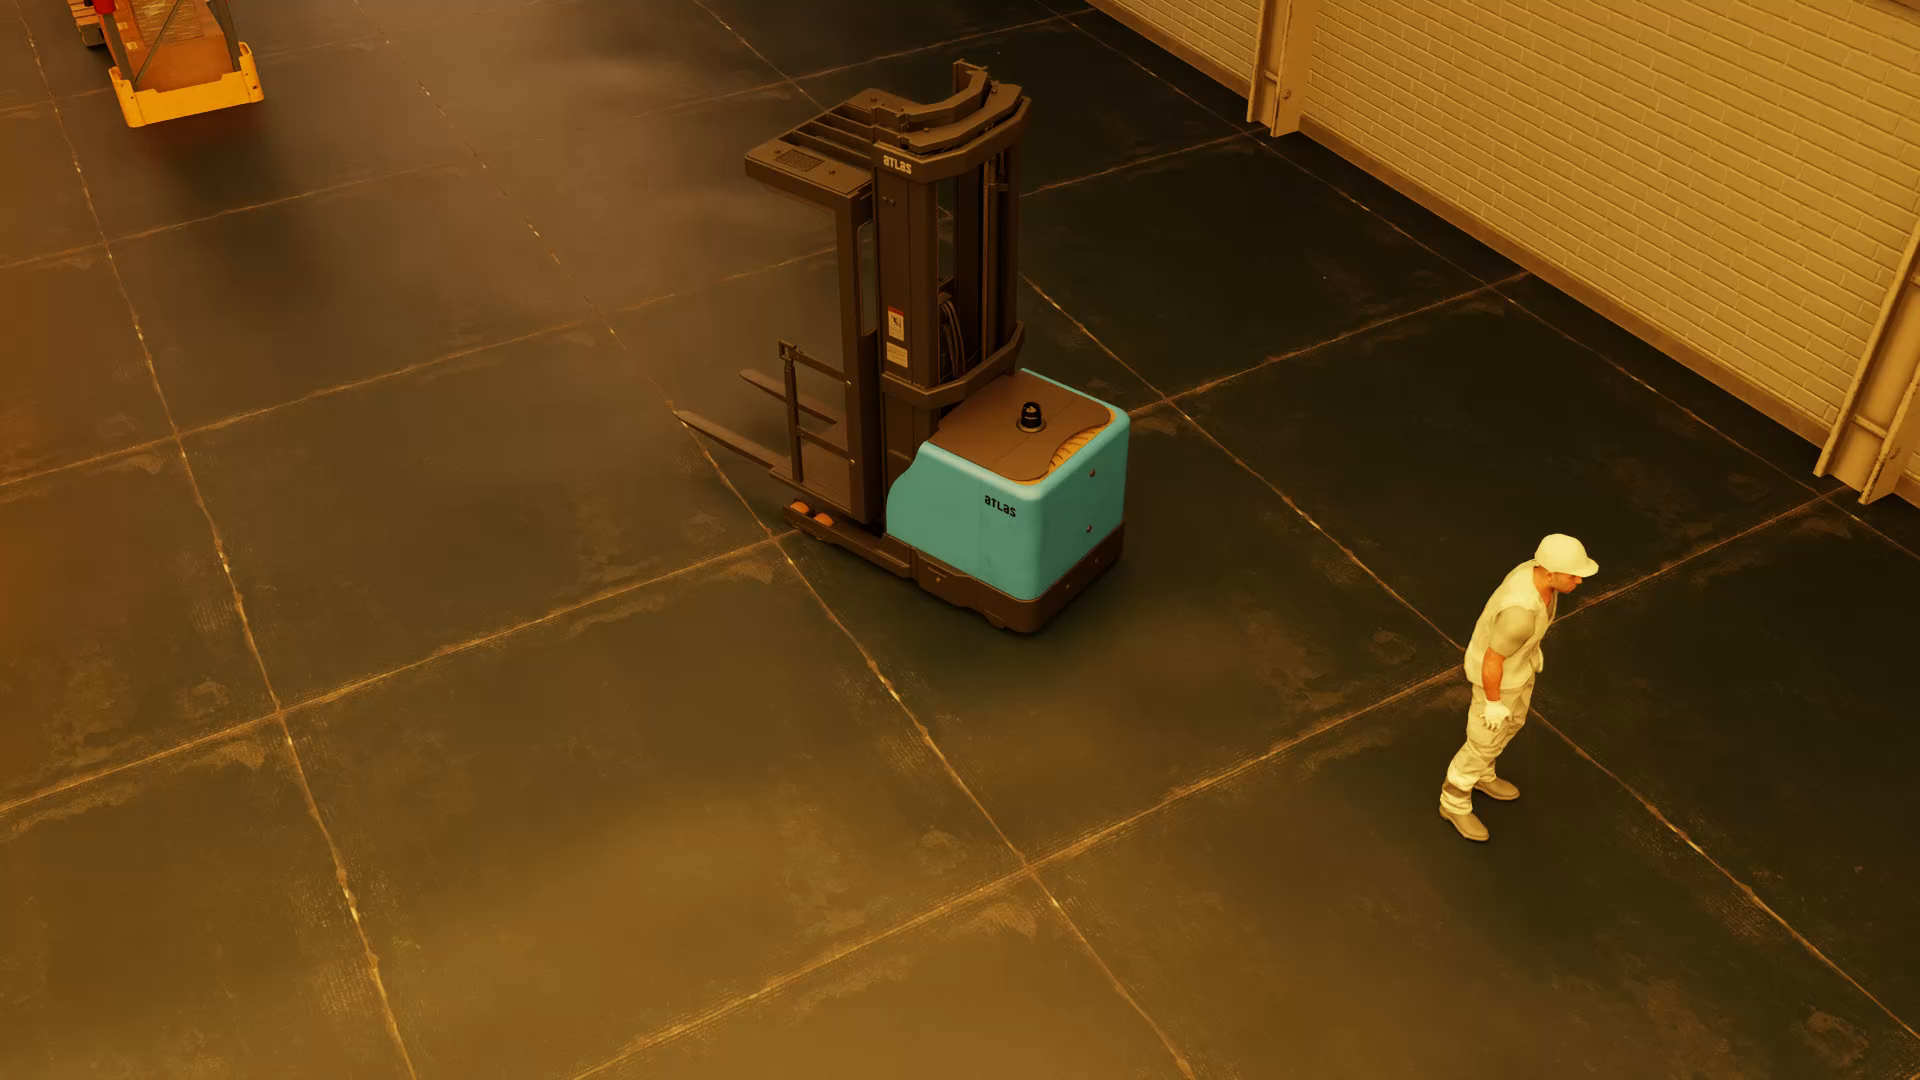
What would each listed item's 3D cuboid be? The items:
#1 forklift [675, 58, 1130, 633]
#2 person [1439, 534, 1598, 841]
[{"bbox_3d":[-0.481,-1.366,9.683,3.031,2.935,1.130,26,46,28],"label":"forklift"},{"bbox_3d":[2.700,0.668,8.135,0.449,1.779,0.619,25,46,27],"label":"person"}]
